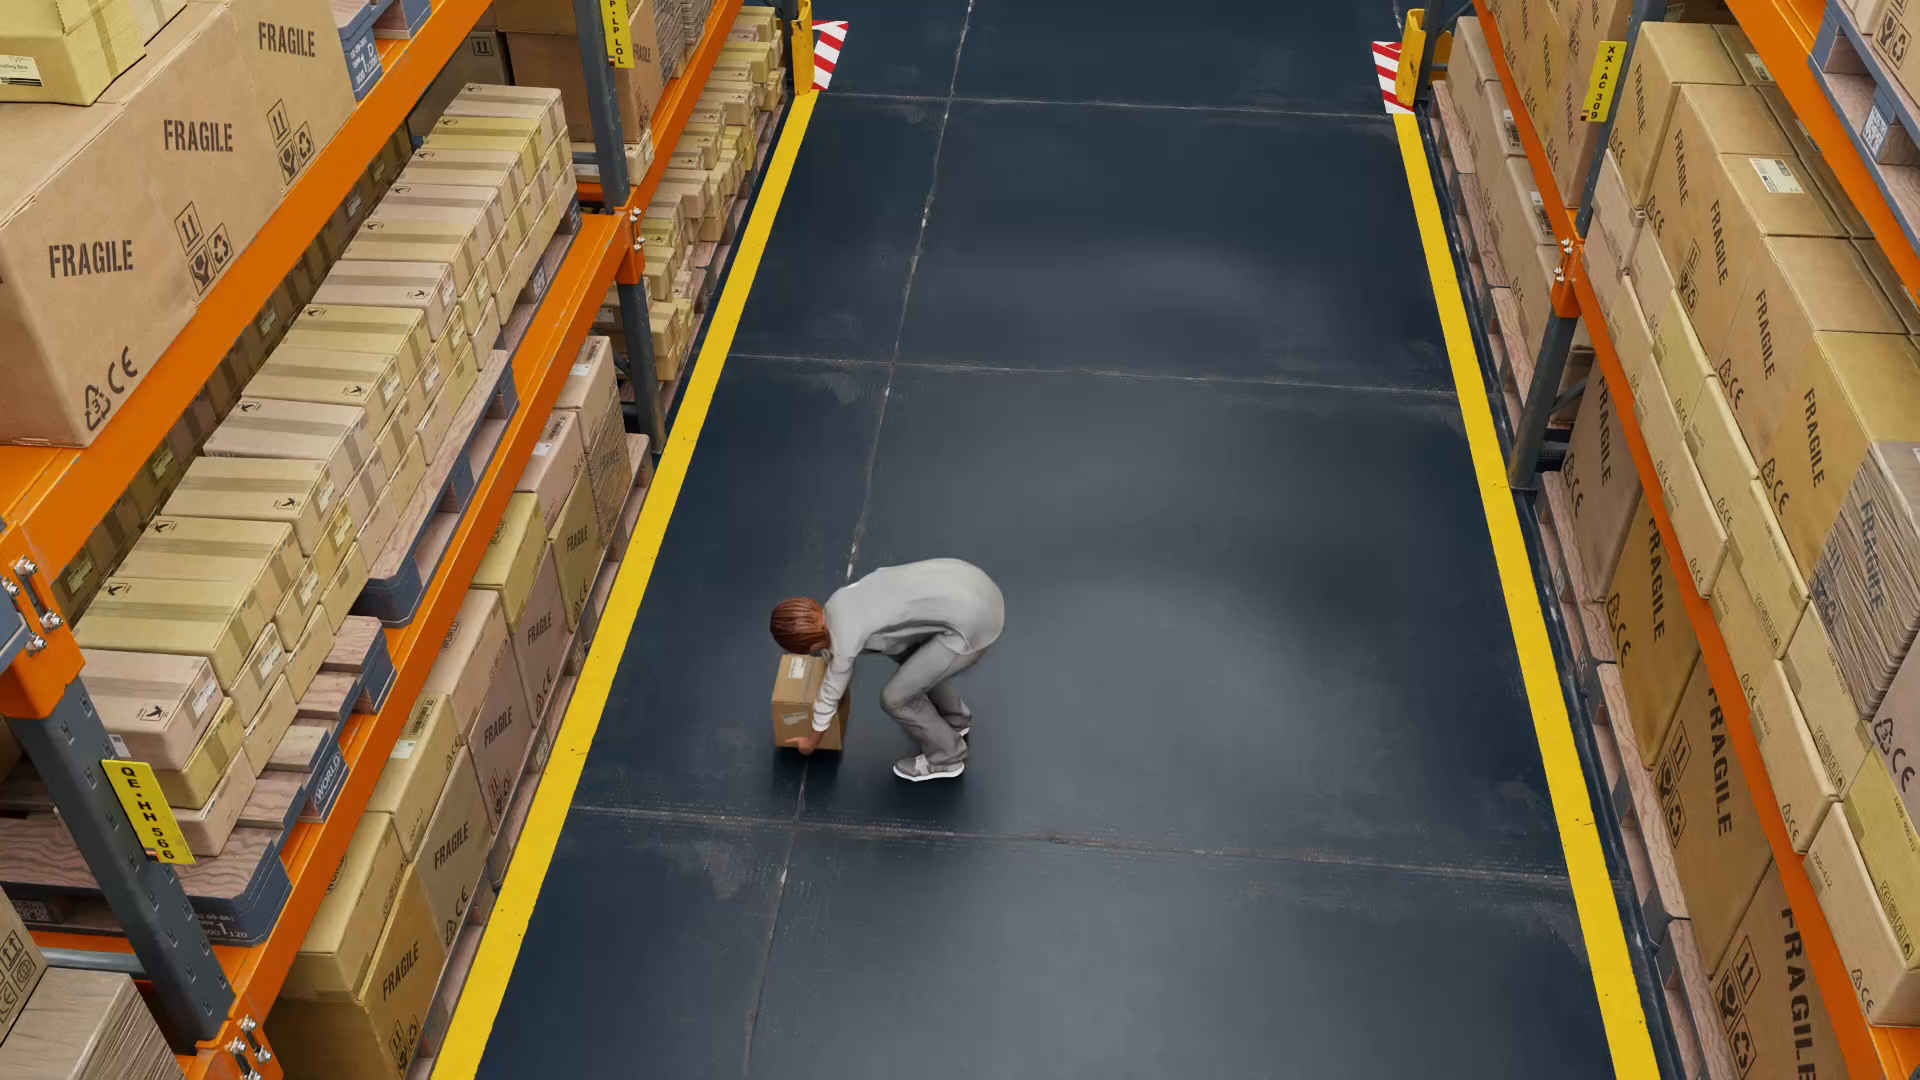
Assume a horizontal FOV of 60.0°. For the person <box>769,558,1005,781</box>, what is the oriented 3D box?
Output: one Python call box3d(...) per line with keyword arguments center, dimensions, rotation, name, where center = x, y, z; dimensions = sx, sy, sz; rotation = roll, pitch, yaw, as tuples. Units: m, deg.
box3d(center=(-0.266, 0.466, 6.149), dimensions=(0.858, 0.911, 0.420), rotation=(1, 41, 2), name="person")
